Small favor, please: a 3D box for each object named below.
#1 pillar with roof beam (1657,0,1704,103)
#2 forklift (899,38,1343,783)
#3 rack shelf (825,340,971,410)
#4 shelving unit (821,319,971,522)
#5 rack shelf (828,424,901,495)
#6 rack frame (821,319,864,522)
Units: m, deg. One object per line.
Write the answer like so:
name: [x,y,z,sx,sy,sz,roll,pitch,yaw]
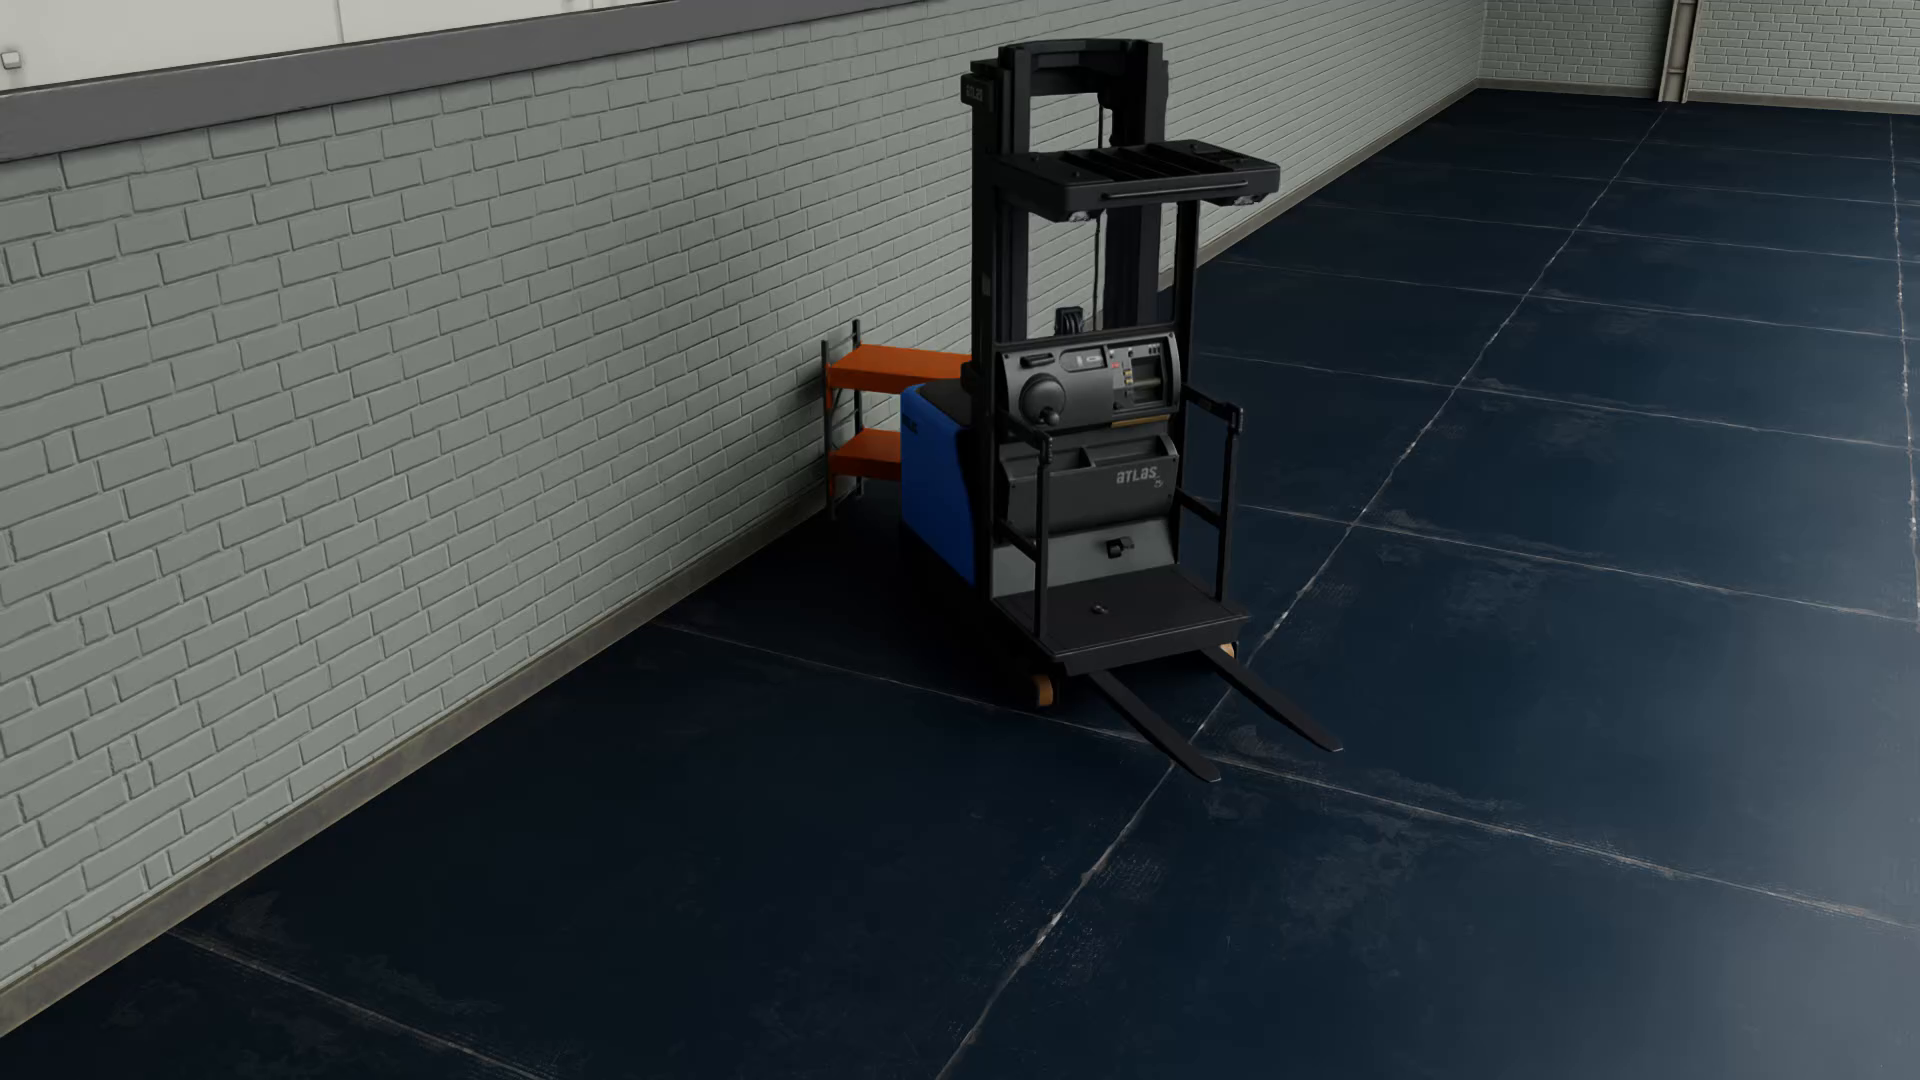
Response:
pillar with roof beam: [9.075,-9.431,20.428,0.400,9.000,9.100,11,25,25]
forklift: [0.719,-0.742,7.750,1.130,2.935,3.031,-10,25,-22]
rack shelf: [-0.222,-0.920,9.727,1.000,0.278,0.538,8,24,18]
shelving unit: [-0.222,-0.650,9.842,1.048,1.125,0.538,8,24,18]
rack shelf: [-0.222,-0.425,9.937,1.000,0.278,0.538,8,24,18]
rack frame: [-0.701,-0.717,9.999,0.032,1.125,0.500,8,24,18]
